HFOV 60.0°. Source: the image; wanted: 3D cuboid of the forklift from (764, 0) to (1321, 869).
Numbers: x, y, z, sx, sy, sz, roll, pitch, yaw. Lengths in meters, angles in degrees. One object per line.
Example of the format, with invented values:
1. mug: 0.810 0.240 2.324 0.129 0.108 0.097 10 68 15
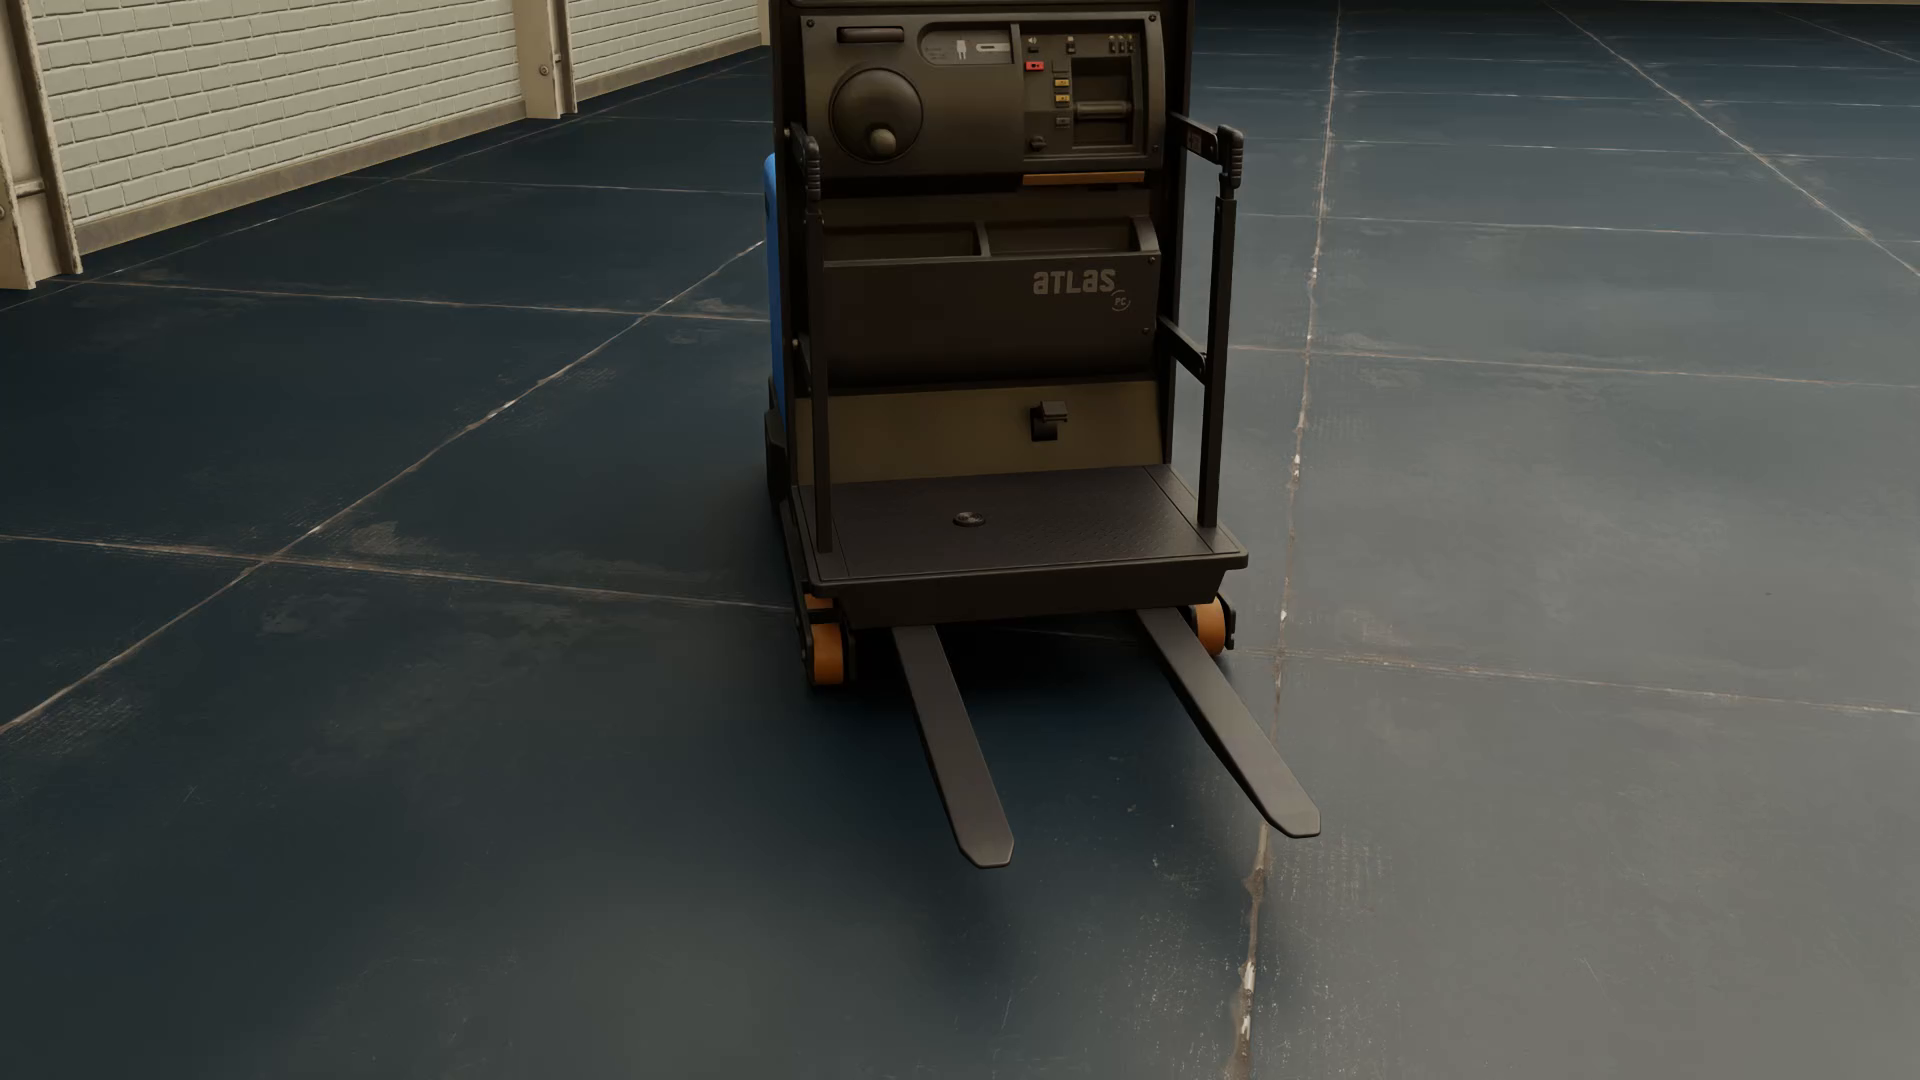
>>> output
1. forklift: 0.104 -1.131 4.040 1.130 2.935 3.031 -4 22 -9
